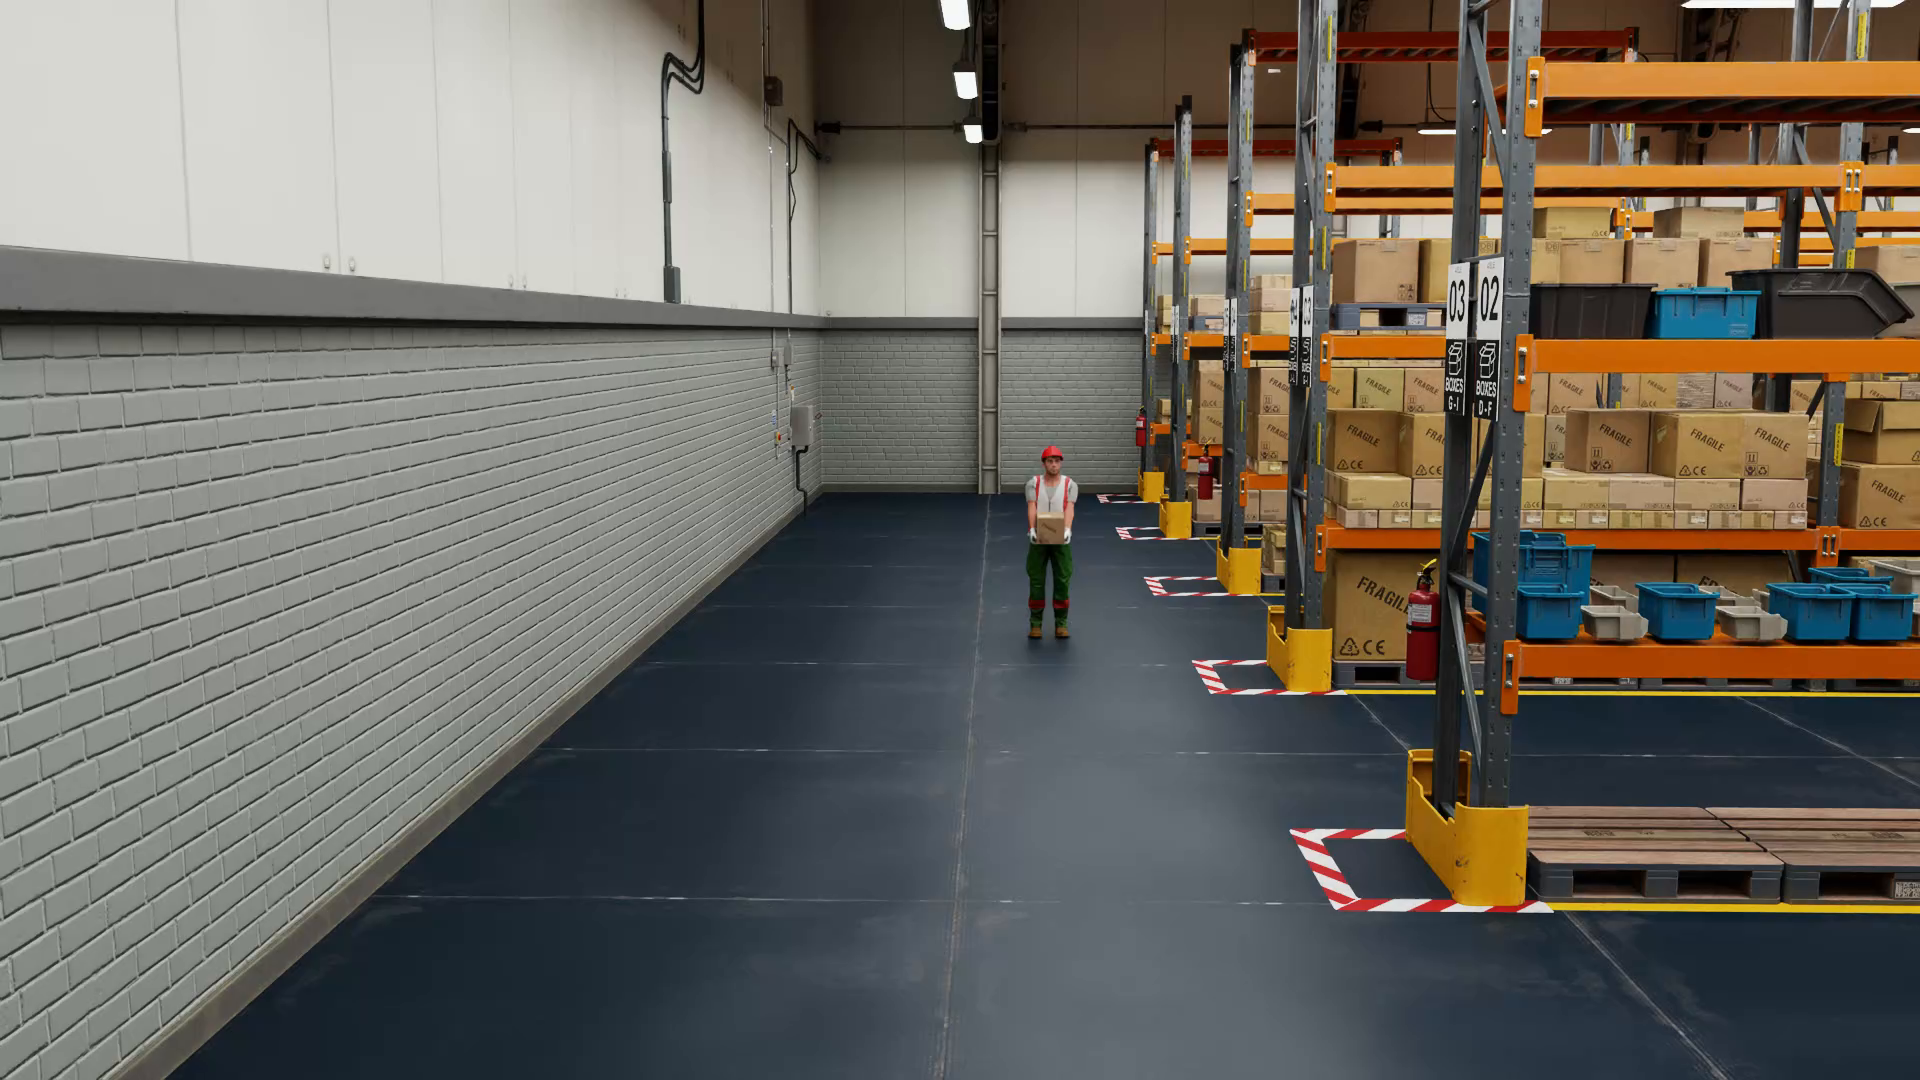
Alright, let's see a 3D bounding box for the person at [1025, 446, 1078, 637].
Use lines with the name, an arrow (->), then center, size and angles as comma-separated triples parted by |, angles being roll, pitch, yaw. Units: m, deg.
person -> 0.850, 0.026, 15.465 | 0.495, 1.785, 0.561 | 0, 7, 2
